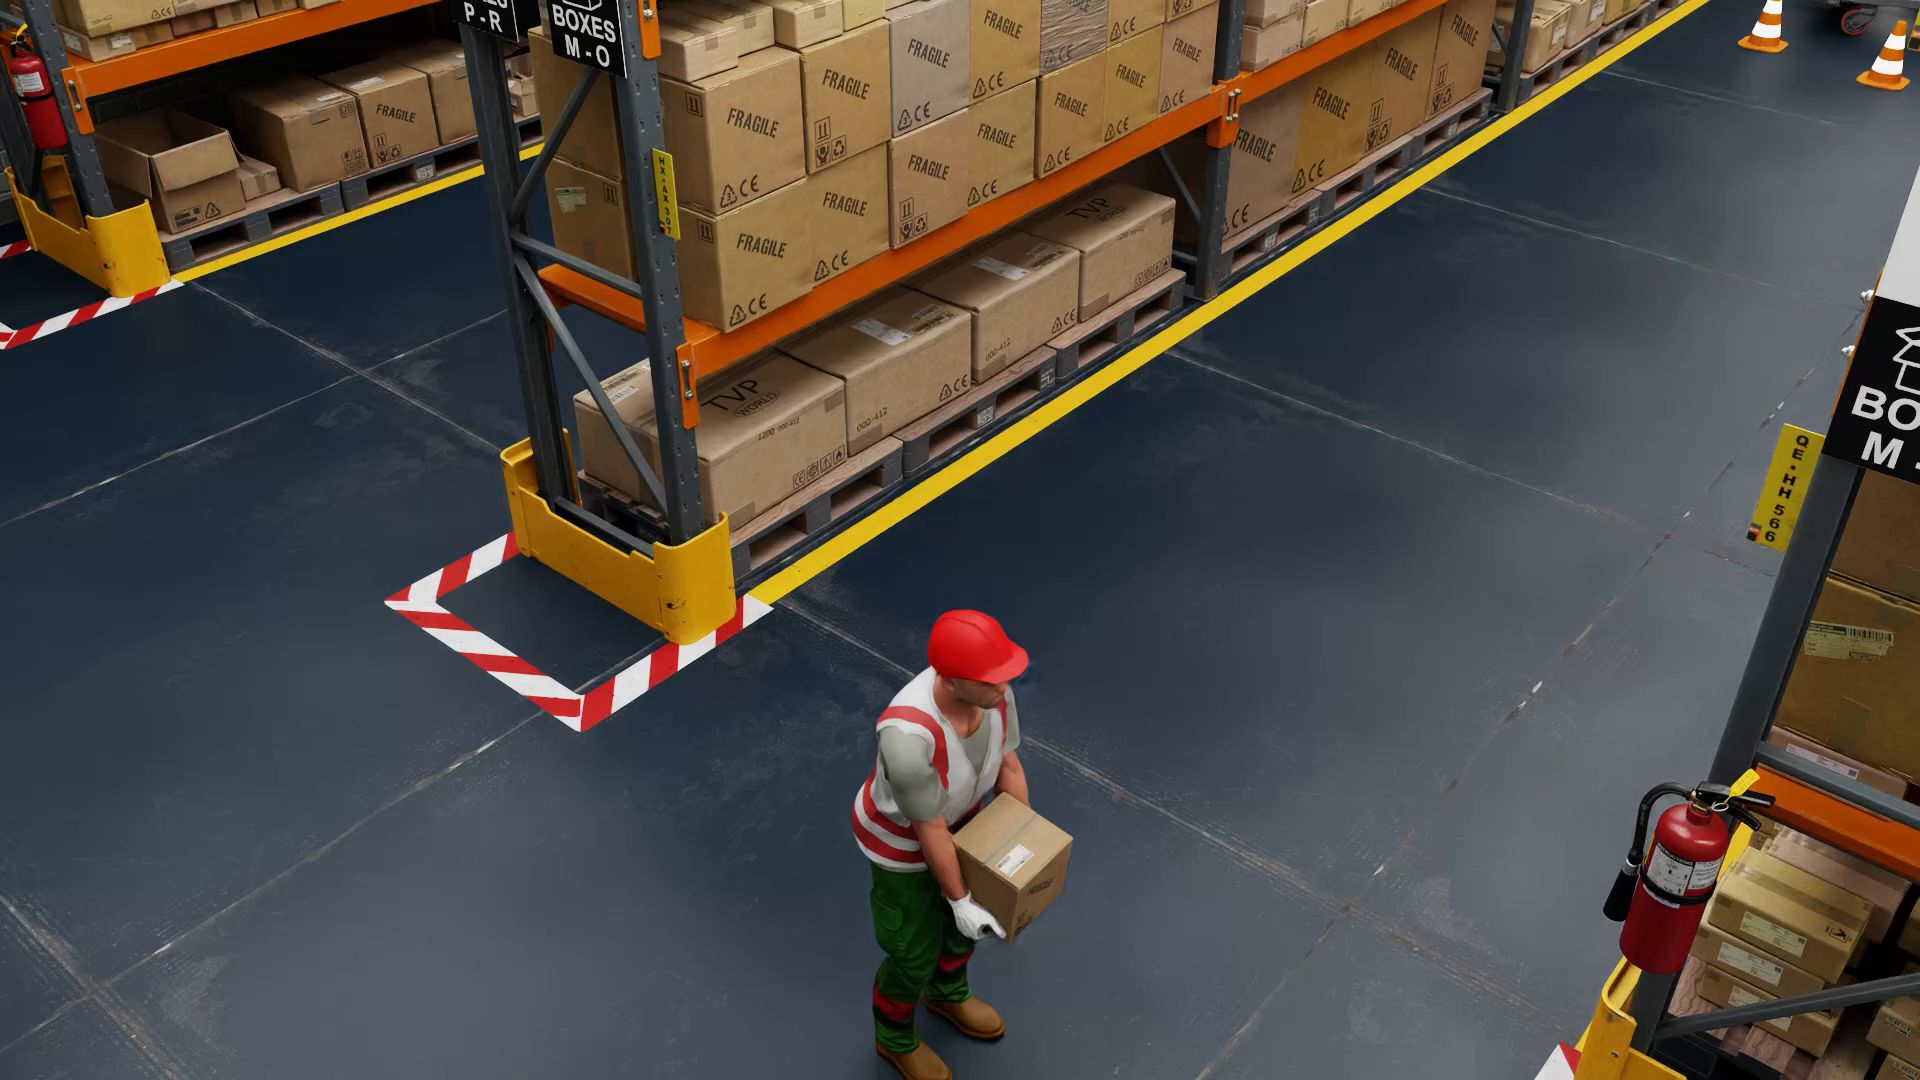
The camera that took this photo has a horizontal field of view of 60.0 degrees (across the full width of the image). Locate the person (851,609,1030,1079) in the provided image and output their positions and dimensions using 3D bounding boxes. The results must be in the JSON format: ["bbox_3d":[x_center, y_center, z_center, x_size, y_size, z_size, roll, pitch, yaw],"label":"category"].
[{"bbox_3d":[-0.009,0.906,4.838,0.583,1.760,0.491,25,42,31],"label":"person"}]
